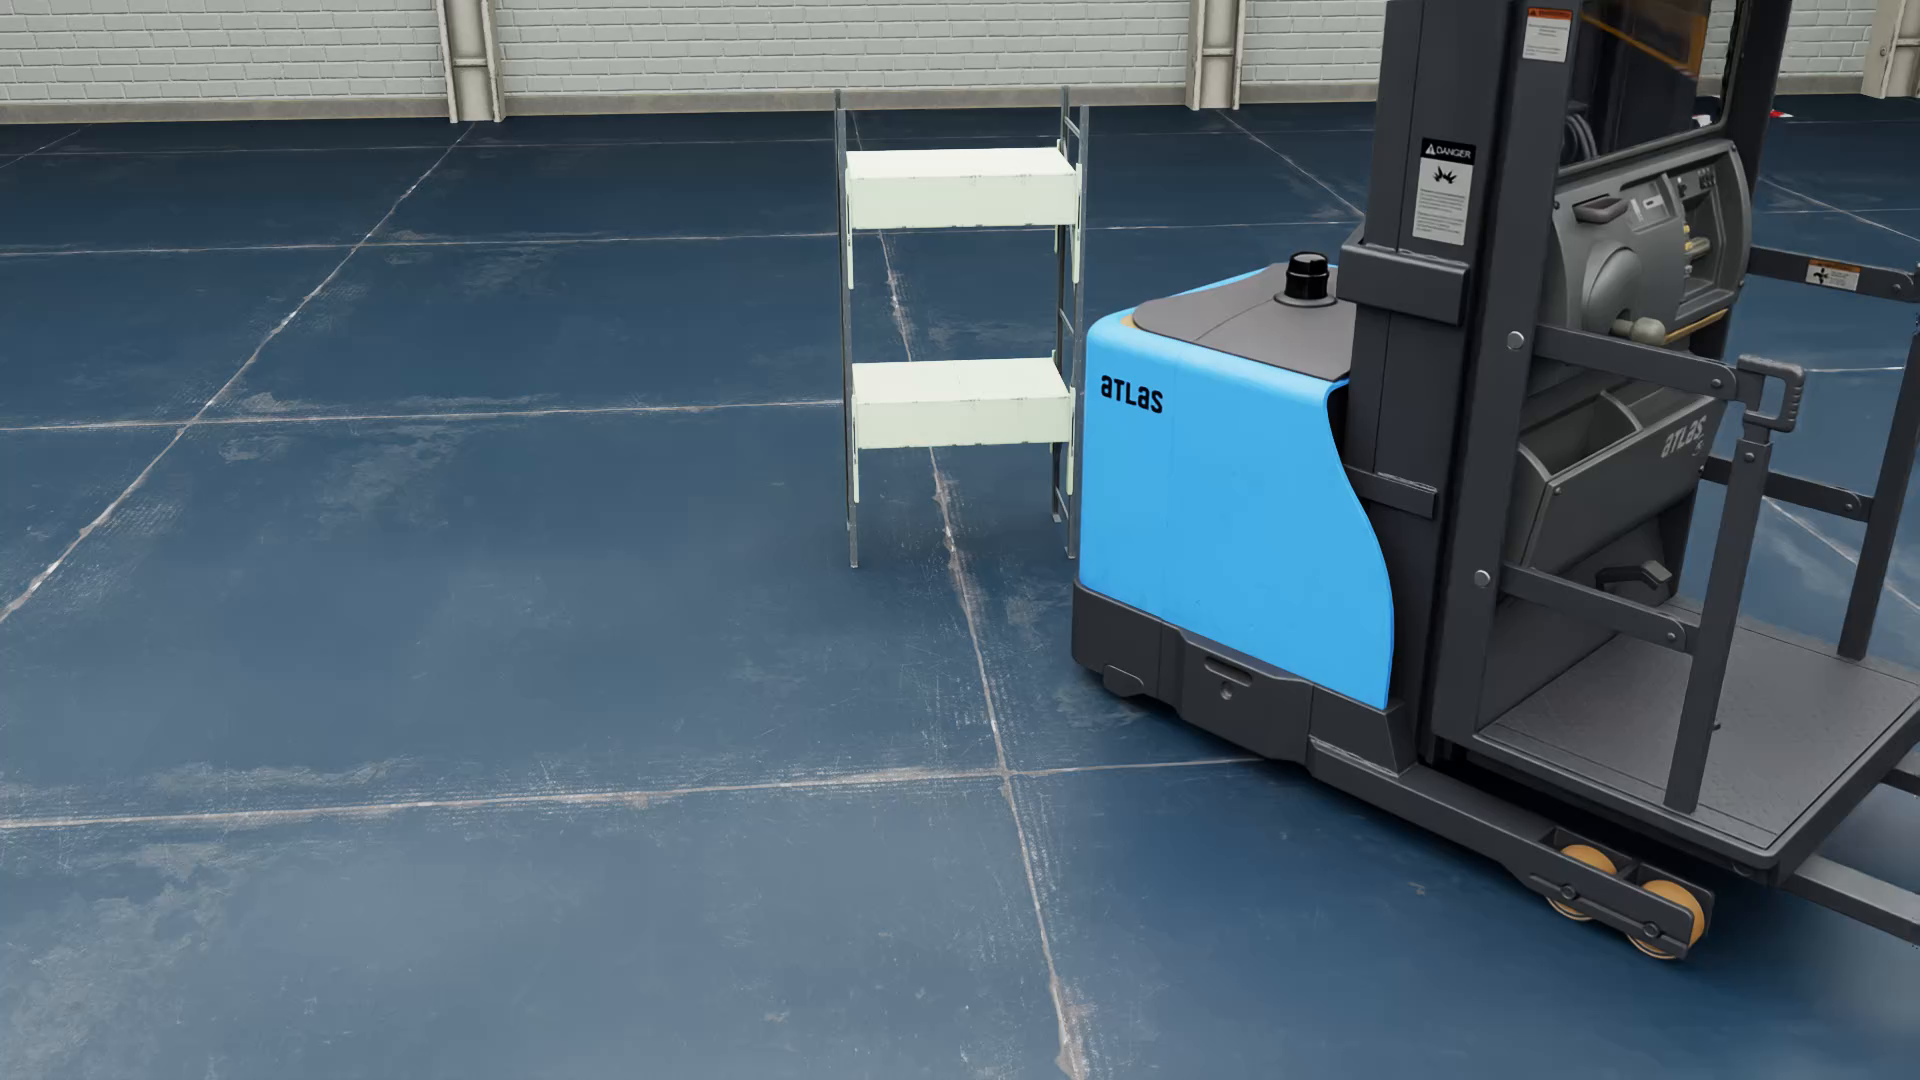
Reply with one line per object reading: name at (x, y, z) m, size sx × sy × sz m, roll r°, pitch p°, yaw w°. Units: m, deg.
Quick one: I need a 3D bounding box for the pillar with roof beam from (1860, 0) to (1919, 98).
pillar with roof beam at (8.498, -6.235, 8.697) m, size 0.400 × 9.000 × 9.100 m, roll -2°, pitch 24°, yaw -5°

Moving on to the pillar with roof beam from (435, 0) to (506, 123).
pillar with roof beam at (-3.444, -5.755, 7.620) m, size 0.400 × 9.000 × 9.100 m, roll -2°, pitch 24°, yaw -5°

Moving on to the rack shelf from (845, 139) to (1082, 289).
rack shelf at (-0.007, -1.042, 5.286) m, size 0.720 × 0.370 × 0.431 m, roll -2°, pitch 24°, yaw -5°

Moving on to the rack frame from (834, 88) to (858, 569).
rack frame at (-0.371, -0.670, 5.412) m, size 0.023 × 1.500 × 0.400 m, roll -2°, pitch 24°, yaw -5°

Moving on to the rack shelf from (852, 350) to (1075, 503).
rack shelf at (-0.007, -0.387, 5.577) m, size 0.720 × 0.370 × 0.431 m, roll -2°, pitch 24°, yaw -5°

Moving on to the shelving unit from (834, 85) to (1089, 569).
shelving unit at (-0.007, -0.685, 5.445) m, size 0.755 × 1.500 × 0.431 m, roll -2°, pitch 24°, yaw -5°

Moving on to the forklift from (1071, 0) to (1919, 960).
forklift at (1.713, -0.653, 3.611) m, size 1.130 × 2.935 × 3.031 m, roll -22°, pitch 32°, yaw -40°

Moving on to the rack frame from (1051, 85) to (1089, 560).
rack frame at (0.358, -0.700, 5.478) m, size 0.023 × 1.500 × 0.400 m, roll -2°, pitch 24°, yaw -5°

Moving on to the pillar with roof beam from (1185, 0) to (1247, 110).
pillar with roof beam at (2.527, -5.995, 8.159) m, size 0.400 × 9.000 × 9.100 m, roll -2°, pitch 24°, yaw -5°
